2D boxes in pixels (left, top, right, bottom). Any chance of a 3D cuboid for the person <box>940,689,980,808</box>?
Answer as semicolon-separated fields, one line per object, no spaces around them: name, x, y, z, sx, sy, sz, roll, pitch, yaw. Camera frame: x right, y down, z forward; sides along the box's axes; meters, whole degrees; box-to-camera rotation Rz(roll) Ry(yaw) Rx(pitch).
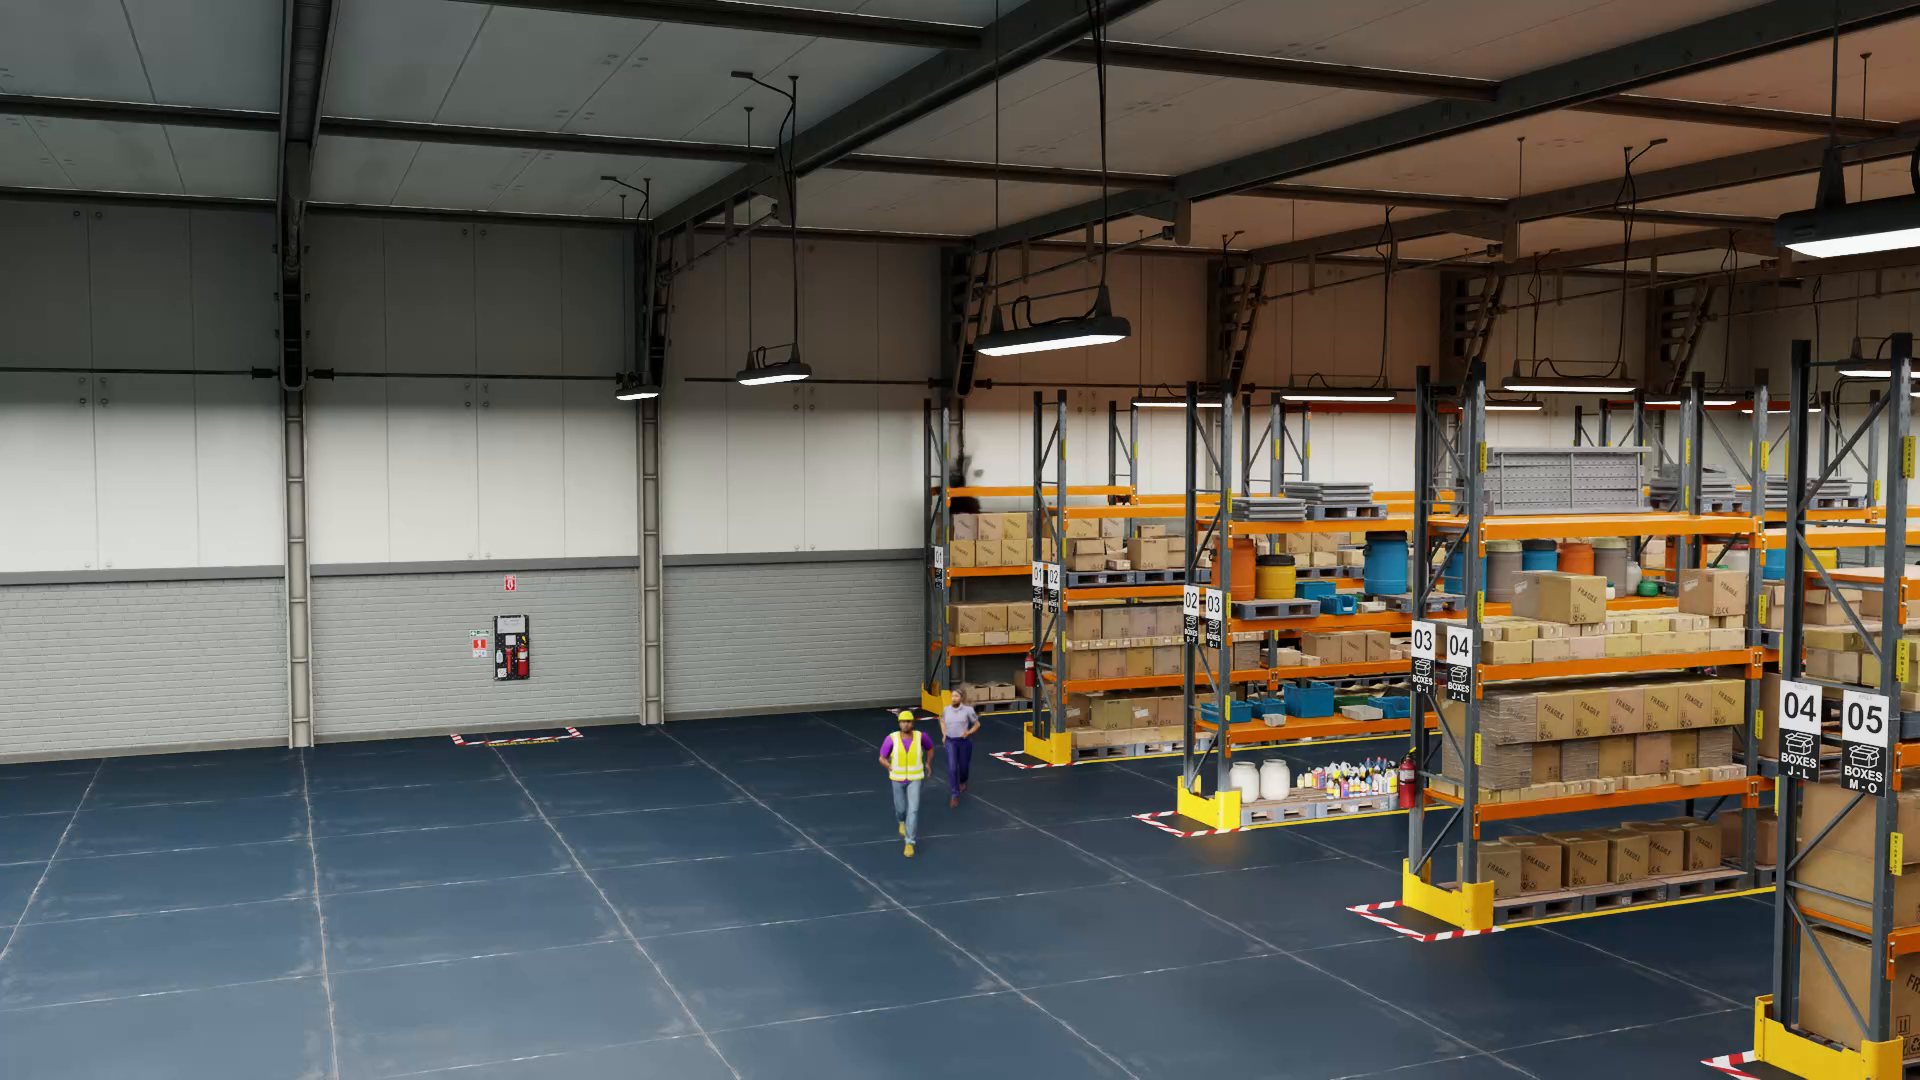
person;-0.010;2.956;23.862;0.600;1.651;0.775;1;3;9

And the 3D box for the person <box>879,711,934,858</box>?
person;-0.675;3.040;21.071;0.700;1.772;0.963;0;3;-1
